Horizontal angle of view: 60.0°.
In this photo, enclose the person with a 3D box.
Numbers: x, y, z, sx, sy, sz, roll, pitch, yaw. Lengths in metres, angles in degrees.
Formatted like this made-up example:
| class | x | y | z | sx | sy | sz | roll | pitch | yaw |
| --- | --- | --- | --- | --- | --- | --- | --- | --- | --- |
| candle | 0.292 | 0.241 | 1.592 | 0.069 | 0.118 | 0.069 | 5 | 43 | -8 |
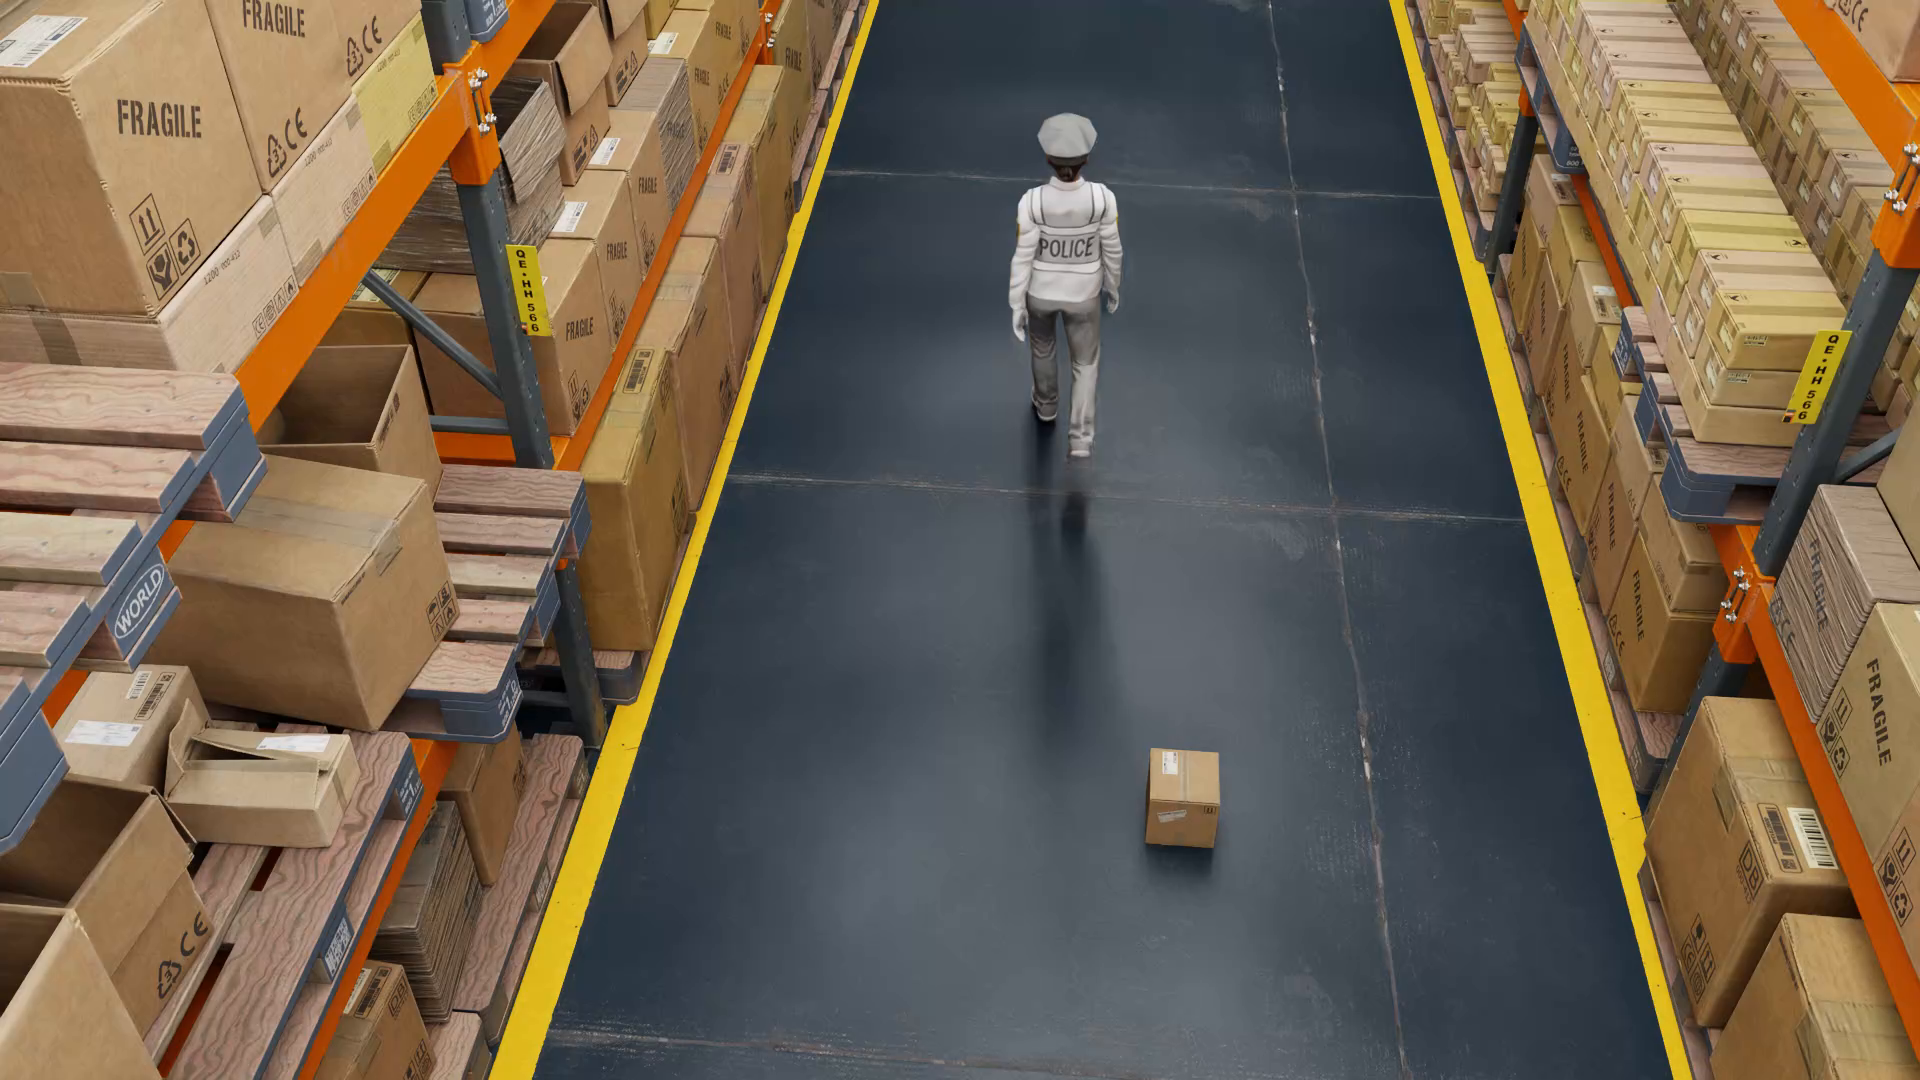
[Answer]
| class | x | y | z | sx | sy | sz | roll | pitch | yaw |
| --- | --- | --- | --- | --- | --- | --- | --- | --- | --- |
| person | 0.469 | -1.096 | 7.416 | 0.500 | 1.637 | 0.878 | 2 | 40 | 2 |
